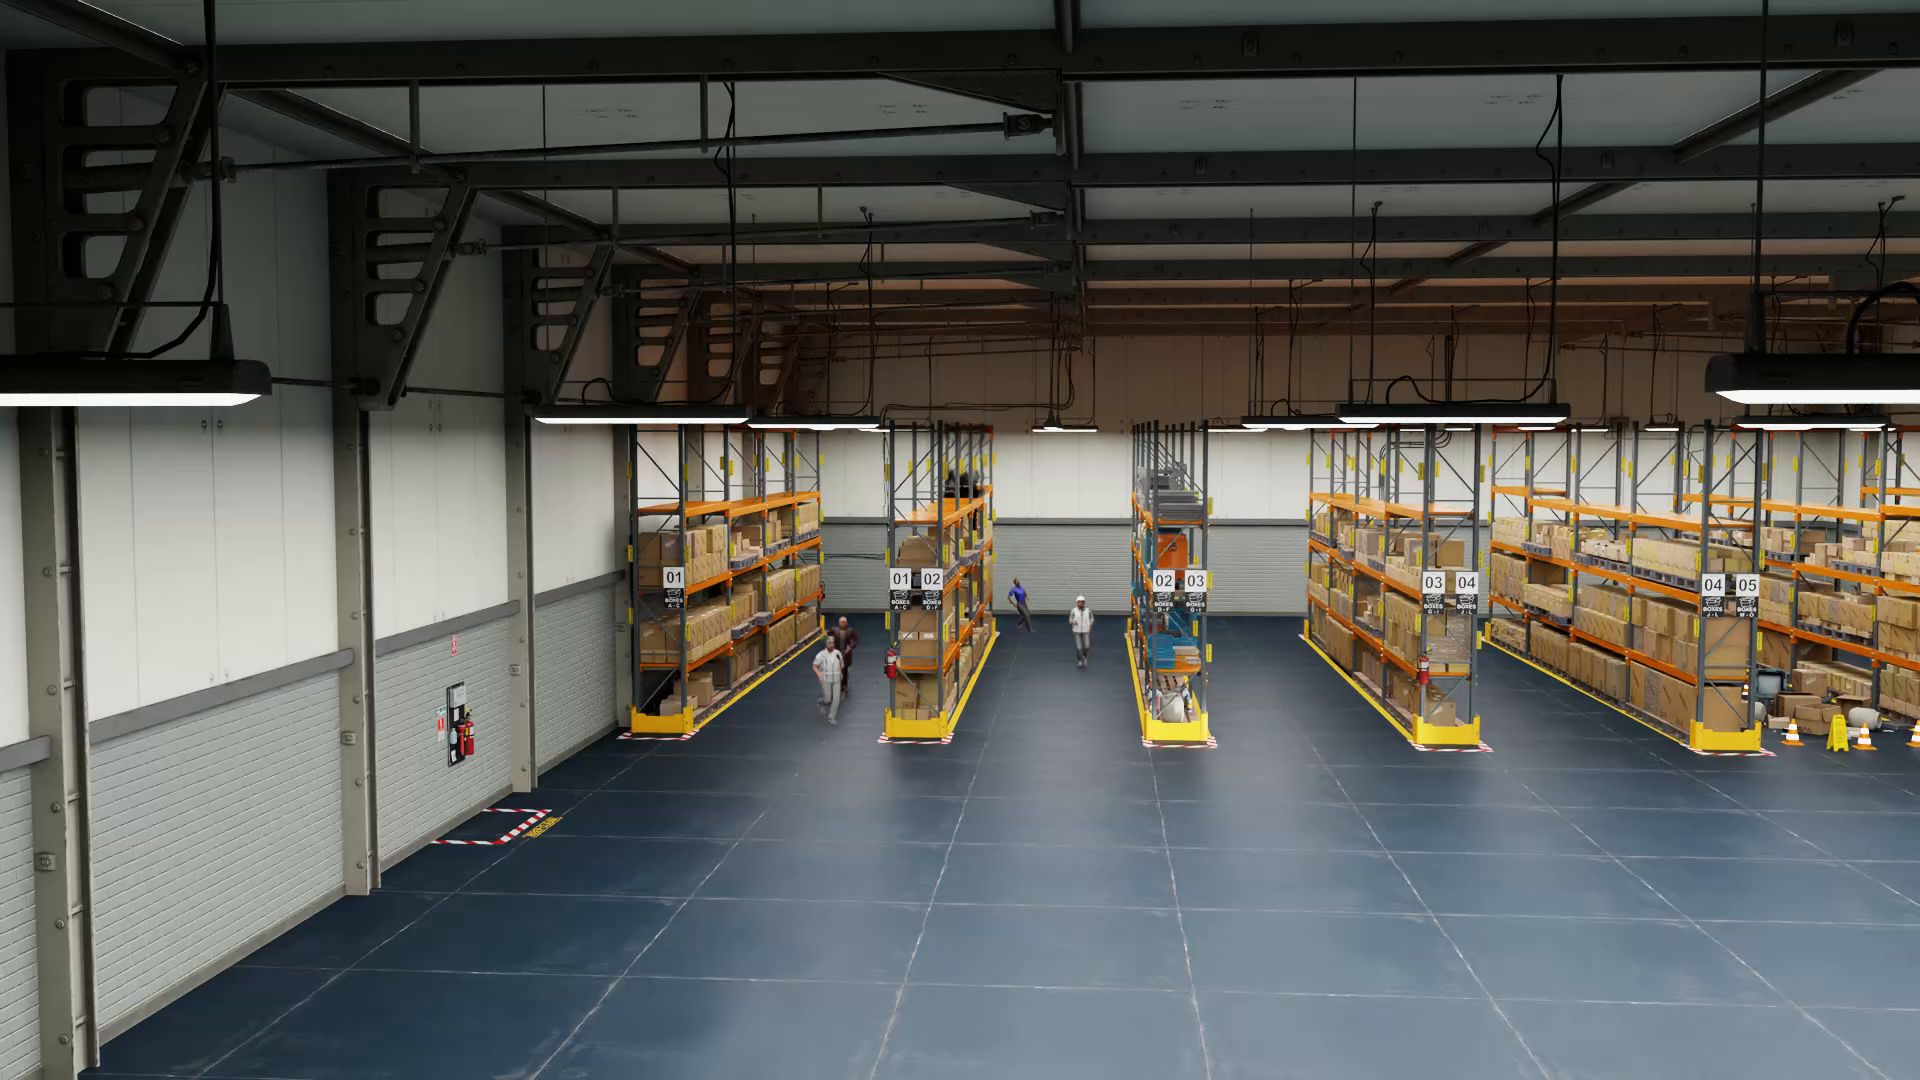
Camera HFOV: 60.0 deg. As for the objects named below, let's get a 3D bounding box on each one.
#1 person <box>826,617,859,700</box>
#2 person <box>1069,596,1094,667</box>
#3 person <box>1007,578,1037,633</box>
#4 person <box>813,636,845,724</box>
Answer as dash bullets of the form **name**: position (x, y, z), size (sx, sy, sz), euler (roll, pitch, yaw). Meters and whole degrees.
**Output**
- **person**: position (-2.572, 2.542, 36.410), size (0.723, 1.783, 1.077), euler (0, 4, -2)
- **person**: position (2.999, 2.256, 40.890), size (0.646, 1.737, 0.617), euler (0, 4, -1)
- **person**: position (1.796, 1.893, 47.844), size (0.754, 1.576, 0.646), euler (3, 5, 40)
- **person**: position (-2.592, 2.768, 33.081), size (0.668, 1.746, 0.646), euler (-1, 4, -22)
